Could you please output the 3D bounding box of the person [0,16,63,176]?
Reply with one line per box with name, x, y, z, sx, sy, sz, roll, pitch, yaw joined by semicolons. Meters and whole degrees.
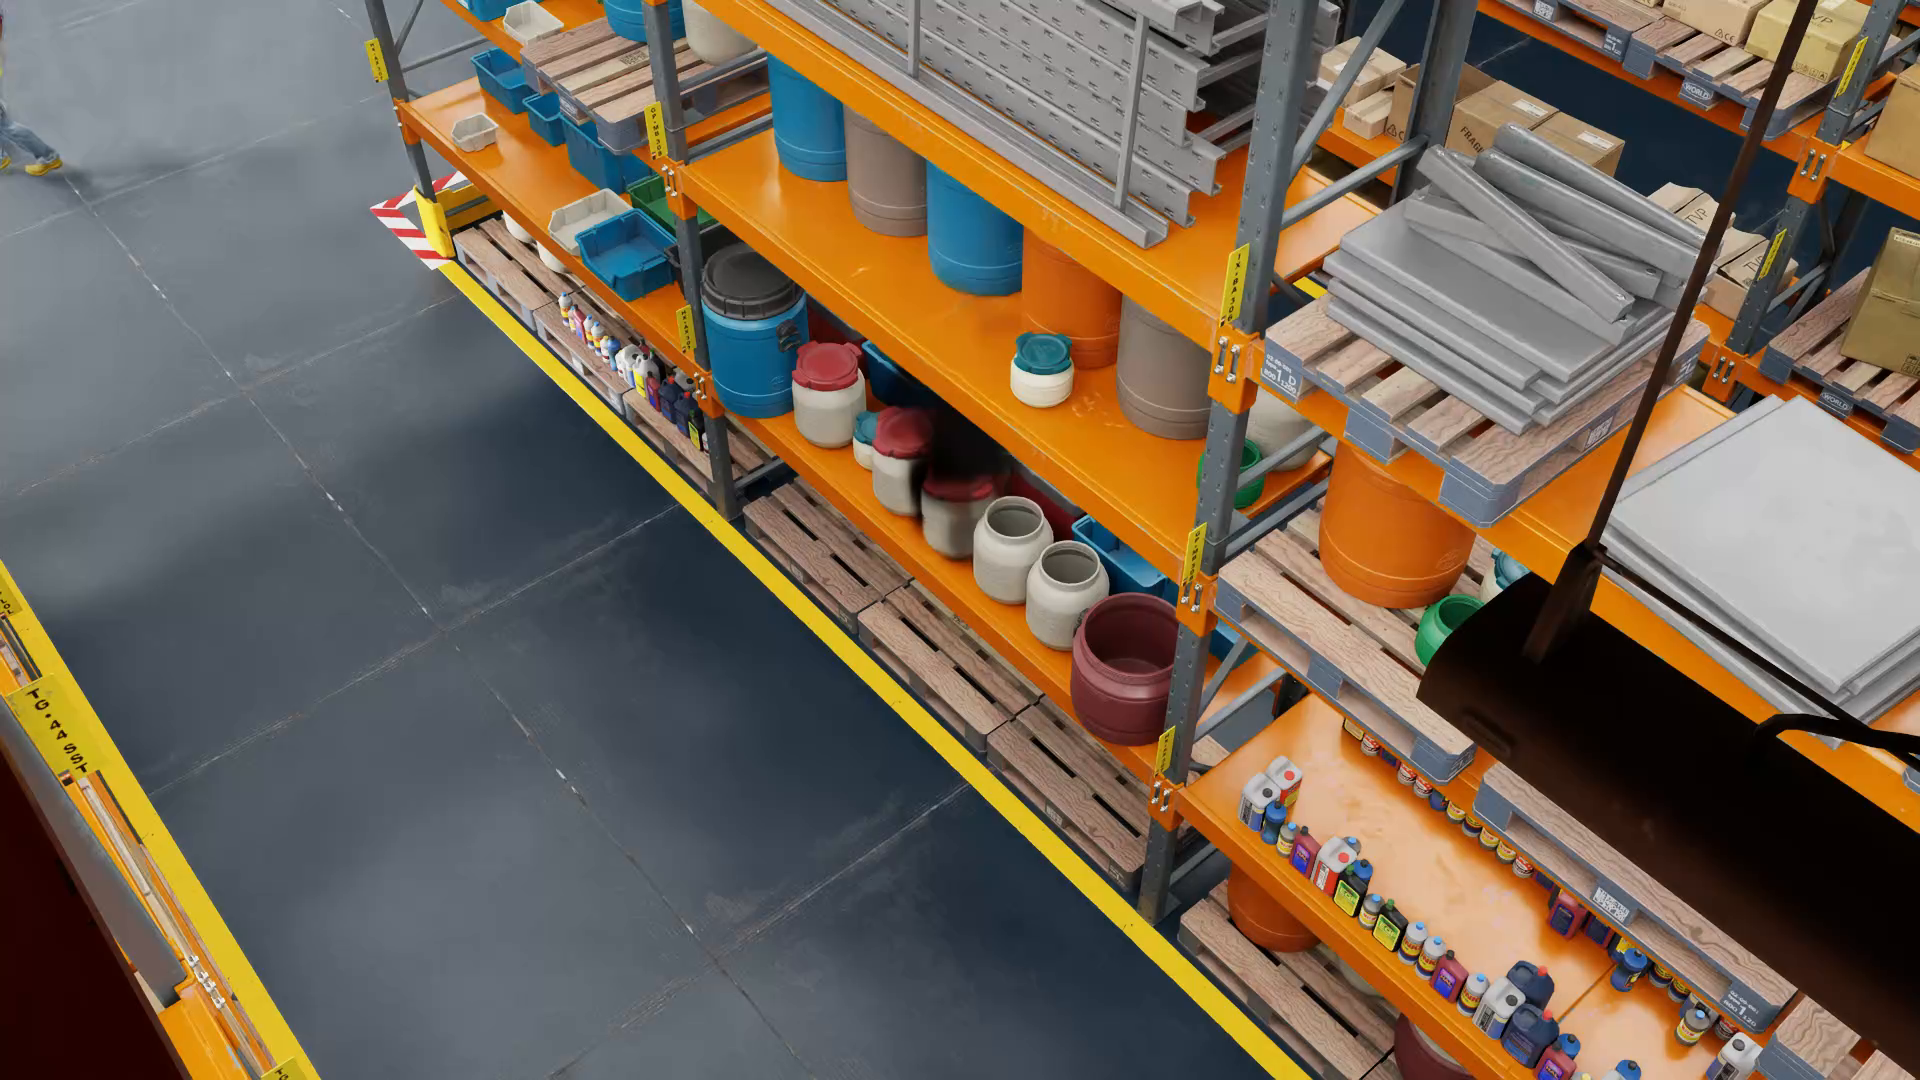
person;-7.829;-3.617;13.218;0.775;1.828;0.678;-8;47;-7
